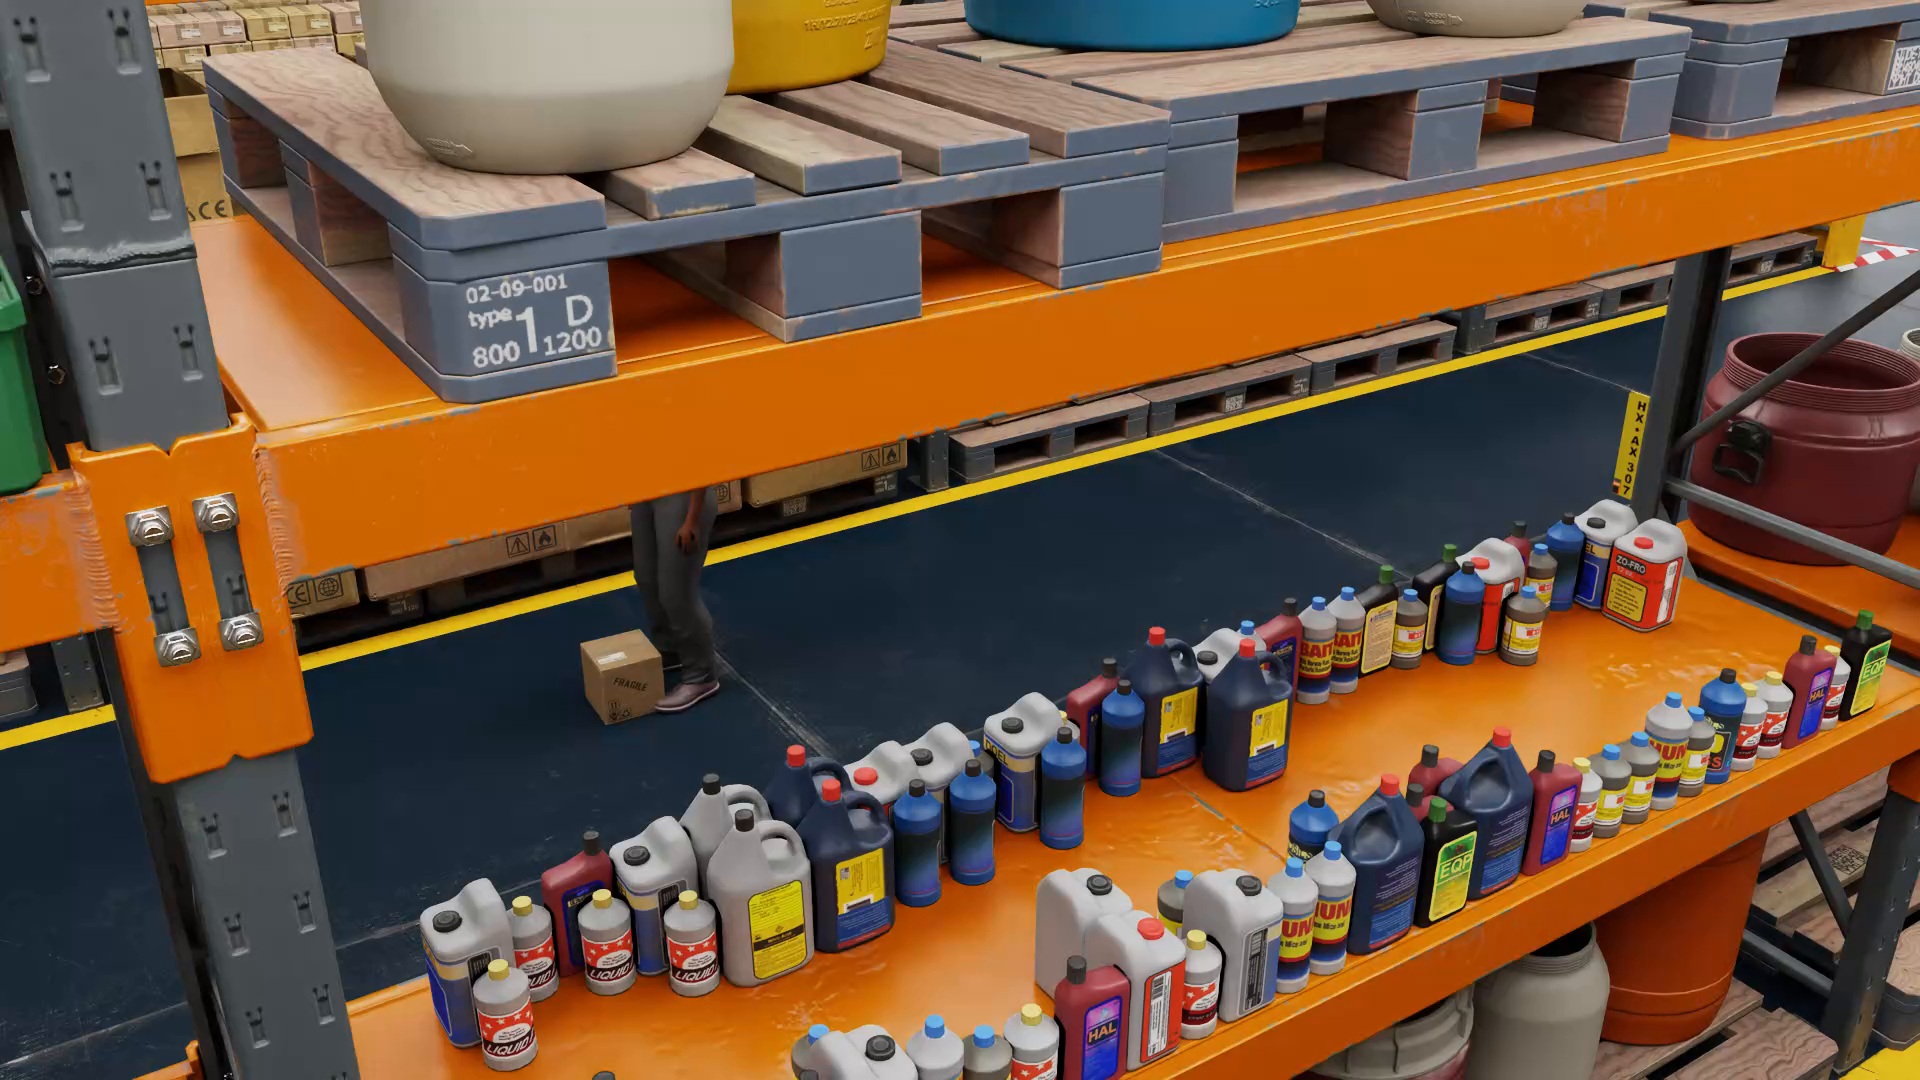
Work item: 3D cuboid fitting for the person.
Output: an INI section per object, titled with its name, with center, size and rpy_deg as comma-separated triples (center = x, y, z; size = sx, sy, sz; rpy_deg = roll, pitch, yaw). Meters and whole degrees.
[person]
center = -1.143, -0.148, 6.429
size = 0.351, 1.654, 0.532
rpy_deg = -18, 30, -32
